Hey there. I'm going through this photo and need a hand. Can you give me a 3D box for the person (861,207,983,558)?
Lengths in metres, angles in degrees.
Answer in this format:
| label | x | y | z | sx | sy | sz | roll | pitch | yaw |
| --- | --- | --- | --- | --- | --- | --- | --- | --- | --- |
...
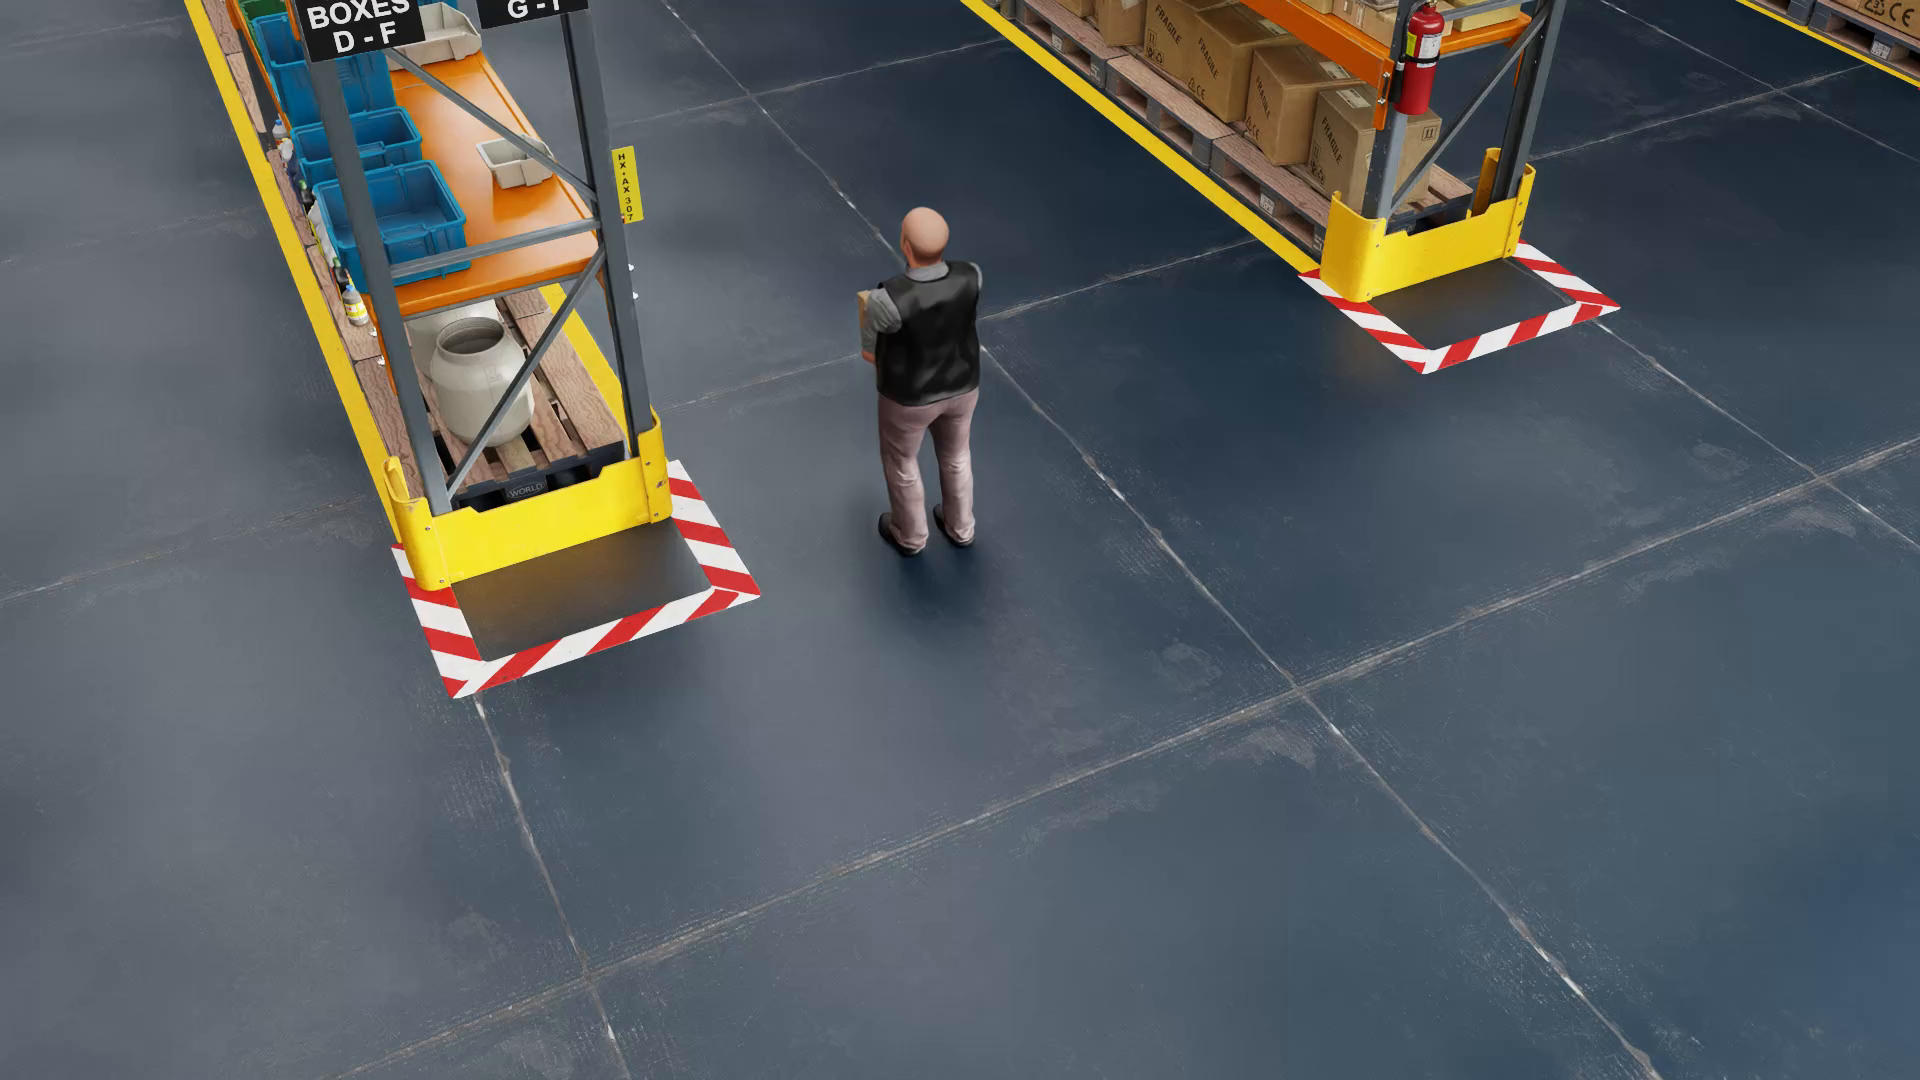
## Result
| label | x | y | z | sx | sy | sz | roll | pitch | yaw |
| --- | --- | --- | --- | --- | --- | --- | --- | --- | --- |
| person | -0.190 | -0.647 | 6.989 | 0.495 | 1.636 | 0.546 | -18 | 44 | -20 |
